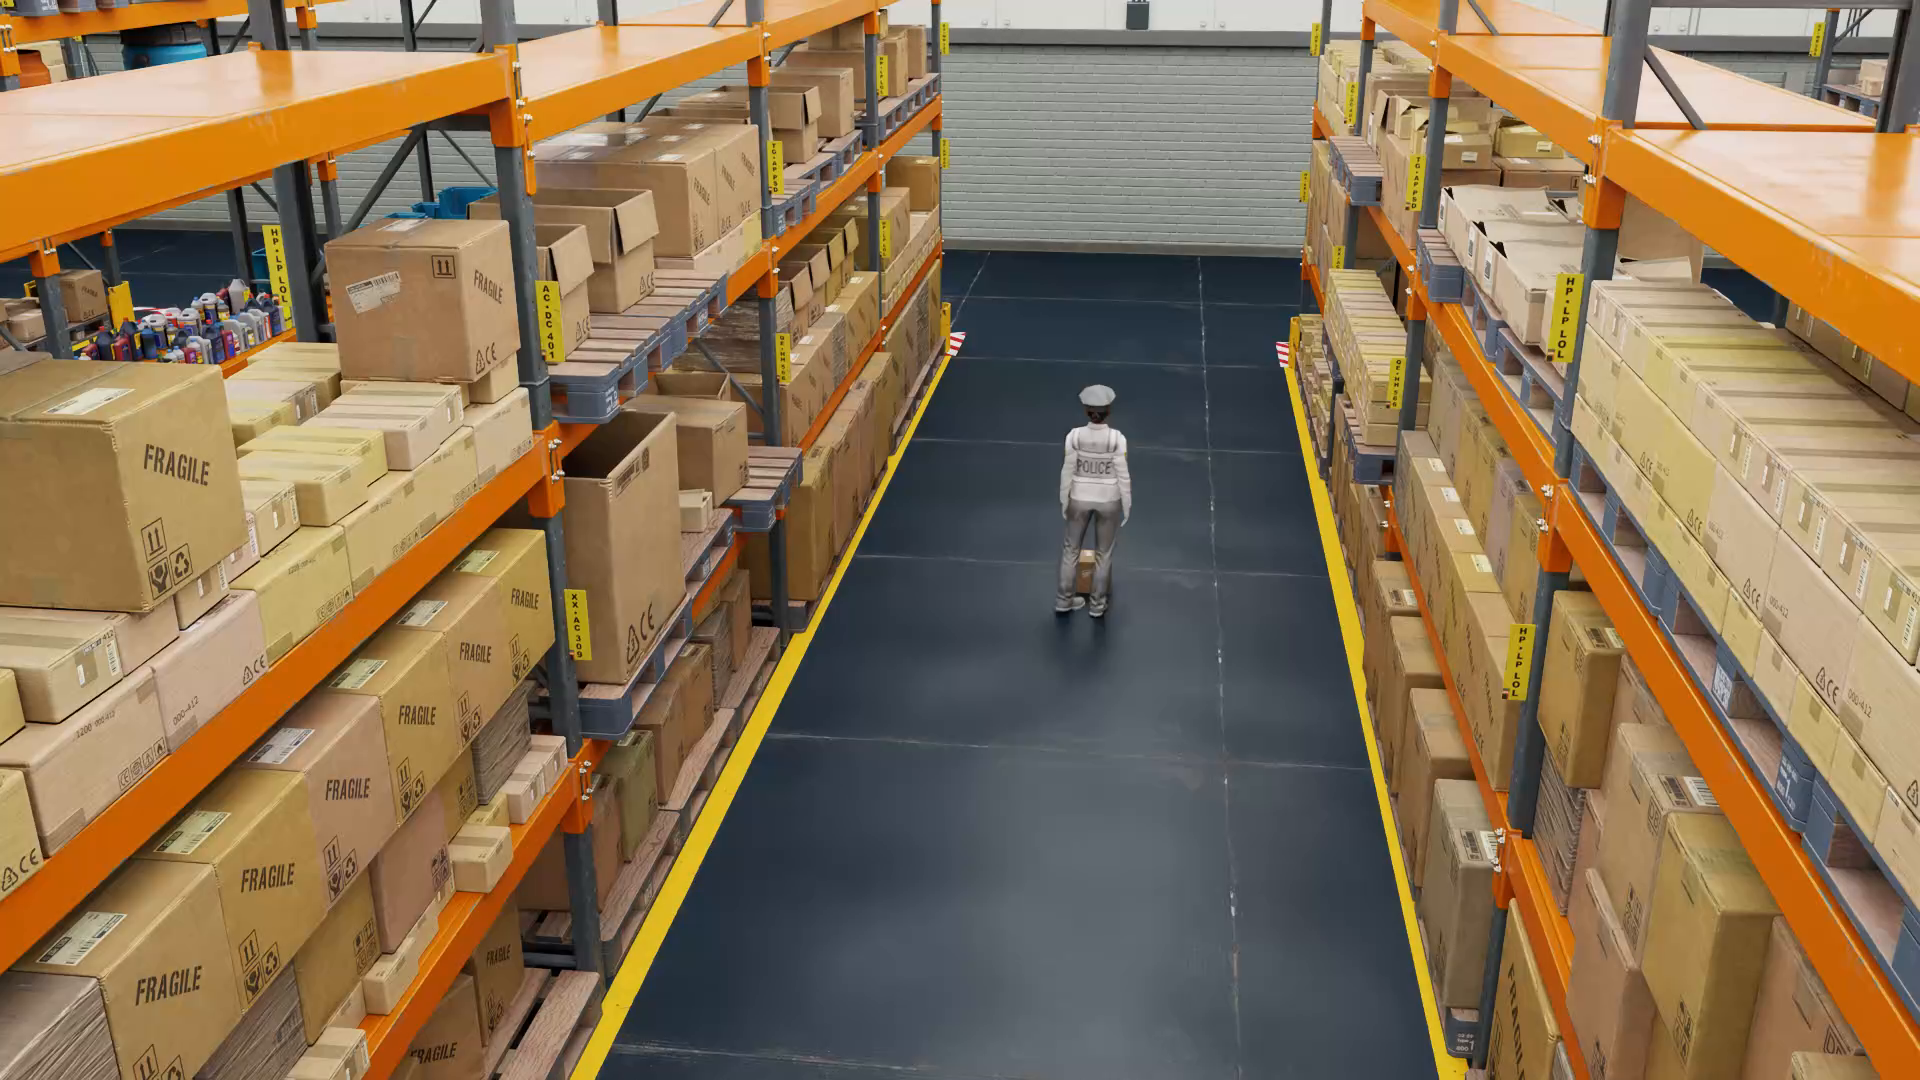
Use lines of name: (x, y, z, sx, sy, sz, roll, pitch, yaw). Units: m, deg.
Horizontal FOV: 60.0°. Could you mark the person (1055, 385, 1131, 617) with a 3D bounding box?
person: (0.949, -0.263, 11.721, 0.523, 1.688, 0.339, 4, 22, 9)
